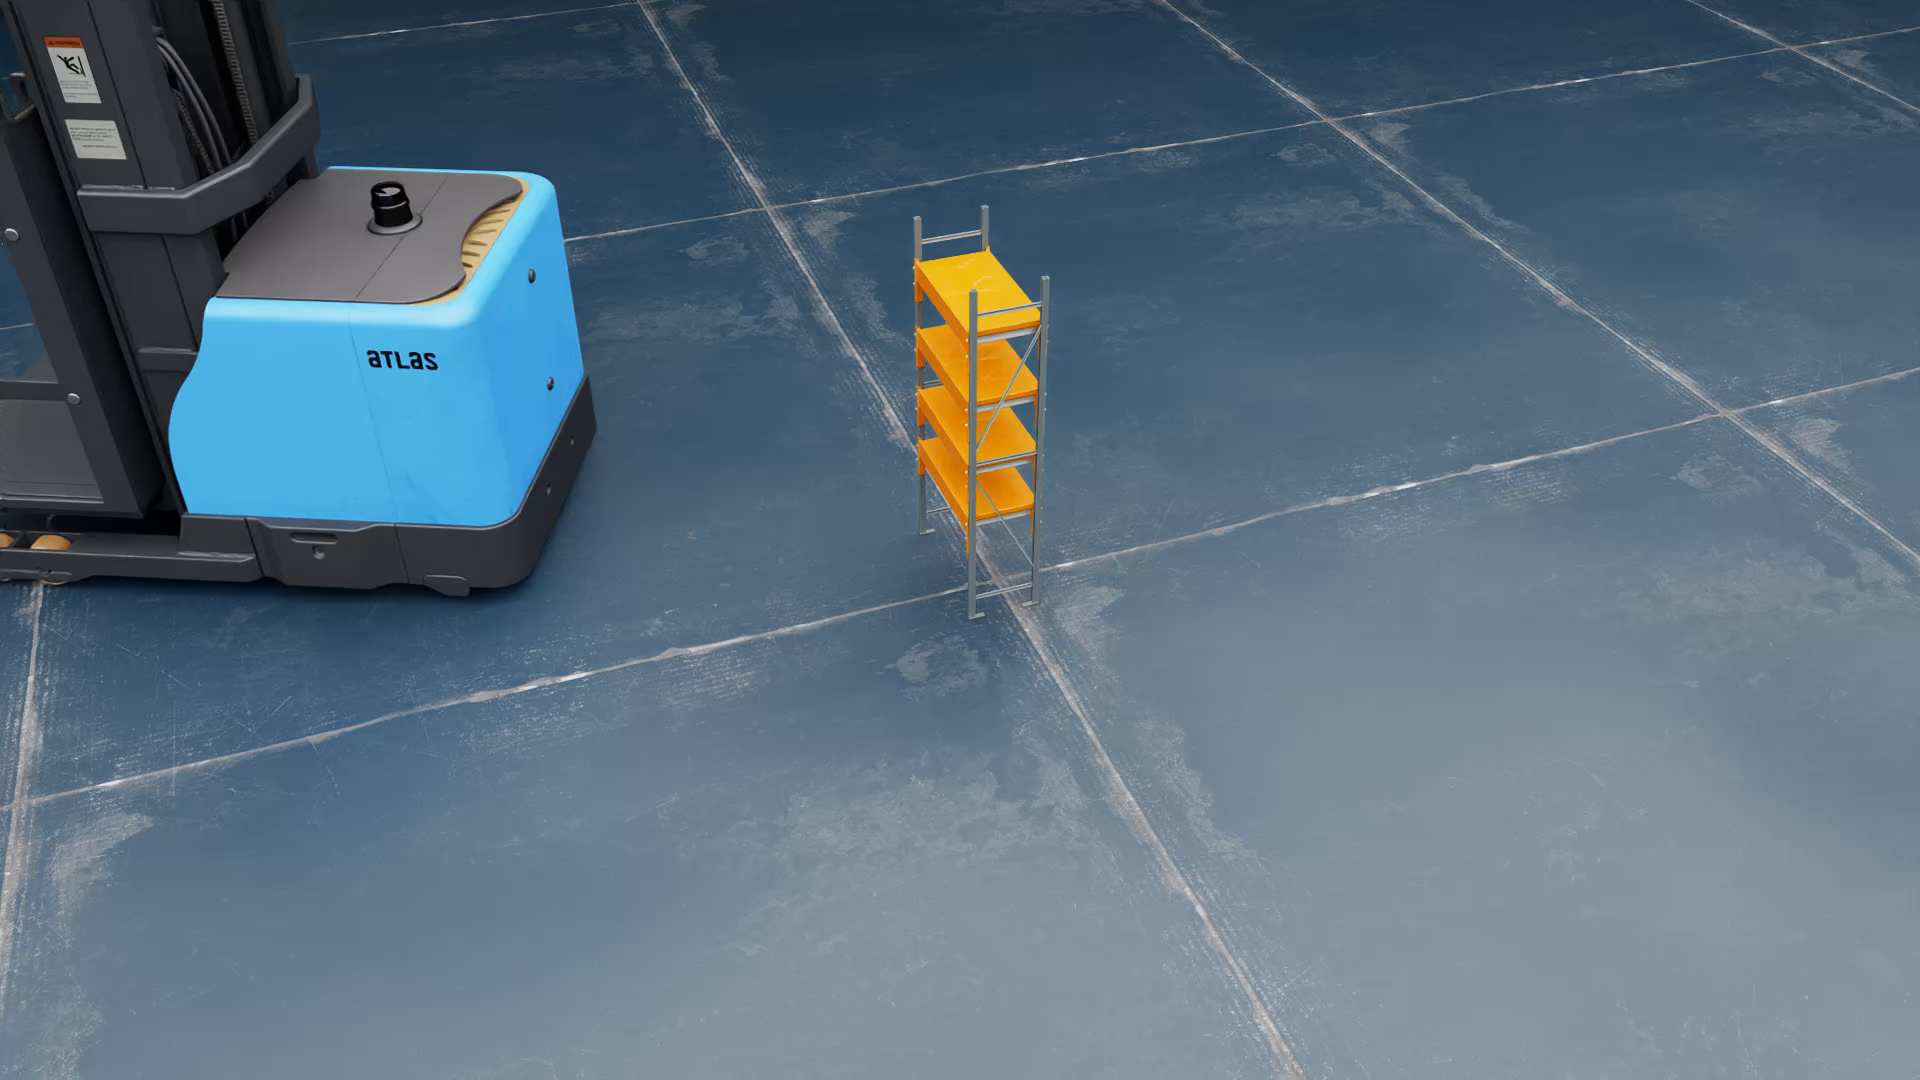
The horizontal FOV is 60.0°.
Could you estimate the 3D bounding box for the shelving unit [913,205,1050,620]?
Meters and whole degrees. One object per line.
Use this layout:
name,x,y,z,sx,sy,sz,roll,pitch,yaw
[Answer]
shelving unit,0.057,-0.386,5.265,0.258,1.200,0.503,-12,39,-16

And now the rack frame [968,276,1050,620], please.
rack frame,0.141,-0.248,5.082,0.240,1.200,0.015,-12,39,-16

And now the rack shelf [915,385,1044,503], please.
rack shelf,0.057,-0.332,5.305,0.258,0.148,0.480,-12,39,-16

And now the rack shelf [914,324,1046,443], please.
rack shelf,0.057,-0.511,5.171,0.258,0.148,0.480,-12,39,-16

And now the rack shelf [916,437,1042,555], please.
rack shelf,0.057,-0.173,5.425,0.258,0.148,0.480,-12,39,-16

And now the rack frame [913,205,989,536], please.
rack frame,-0.027,-0.524,5.448,0.240,1.200,0.015,-12,39,-16

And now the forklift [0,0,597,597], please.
forklift,-2.893,-1.336,5.087,3.031,2.935,1.130,3,37,4

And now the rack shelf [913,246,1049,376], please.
rack shelf,0.057,-0.700,5.028,0.258,0.148,0.480,-12,39,-16
